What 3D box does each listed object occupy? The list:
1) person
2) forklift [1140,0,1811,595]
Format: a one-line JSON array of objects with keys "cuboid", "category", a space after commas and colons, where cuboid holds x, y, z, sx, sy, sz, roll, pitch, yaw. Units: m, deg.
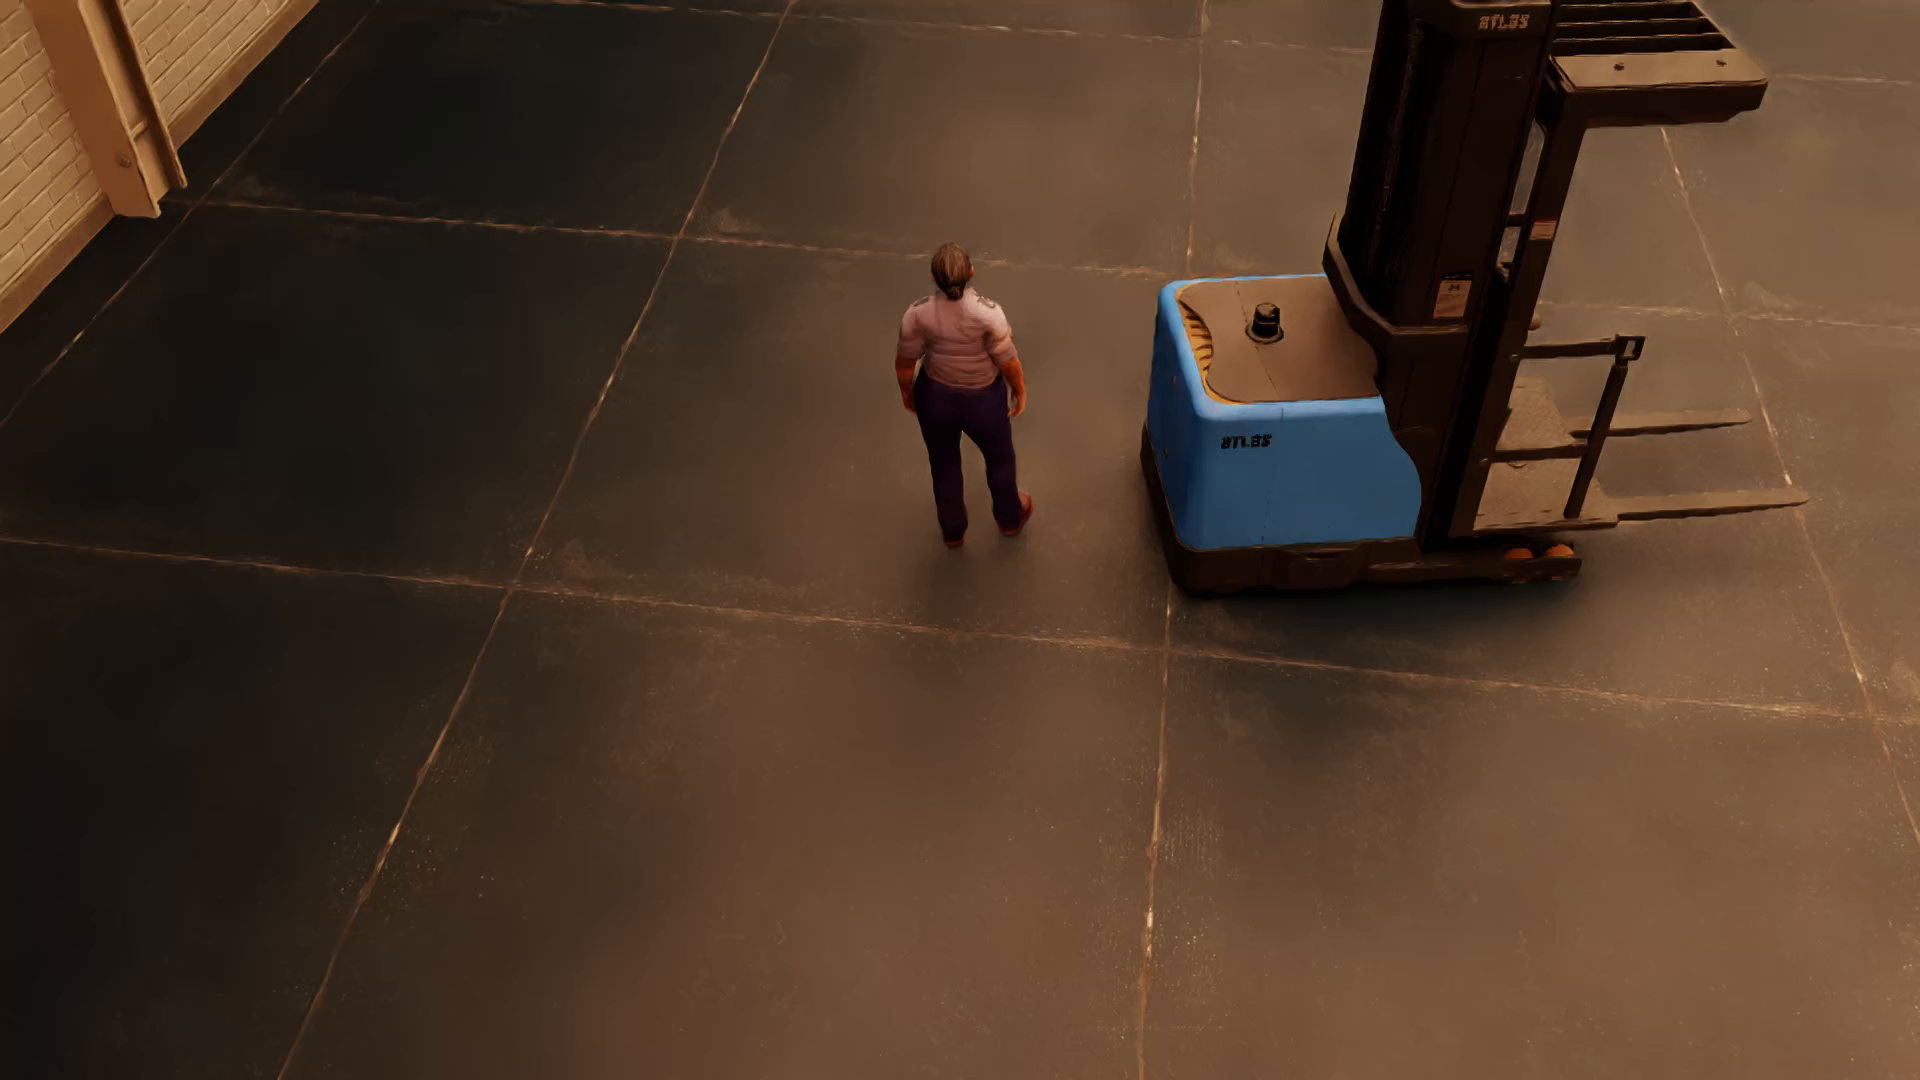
[{"cuboid": [0.034, -0.670, 7.392, 0.599, 1.650, 0.502, 5, 43, 6], "category": "person"}, {"cuboid": [2.438, -1.237, 7.071, 3.031, 2.935, 1.130, -3, 43, -4], "category": "forklift"}]
